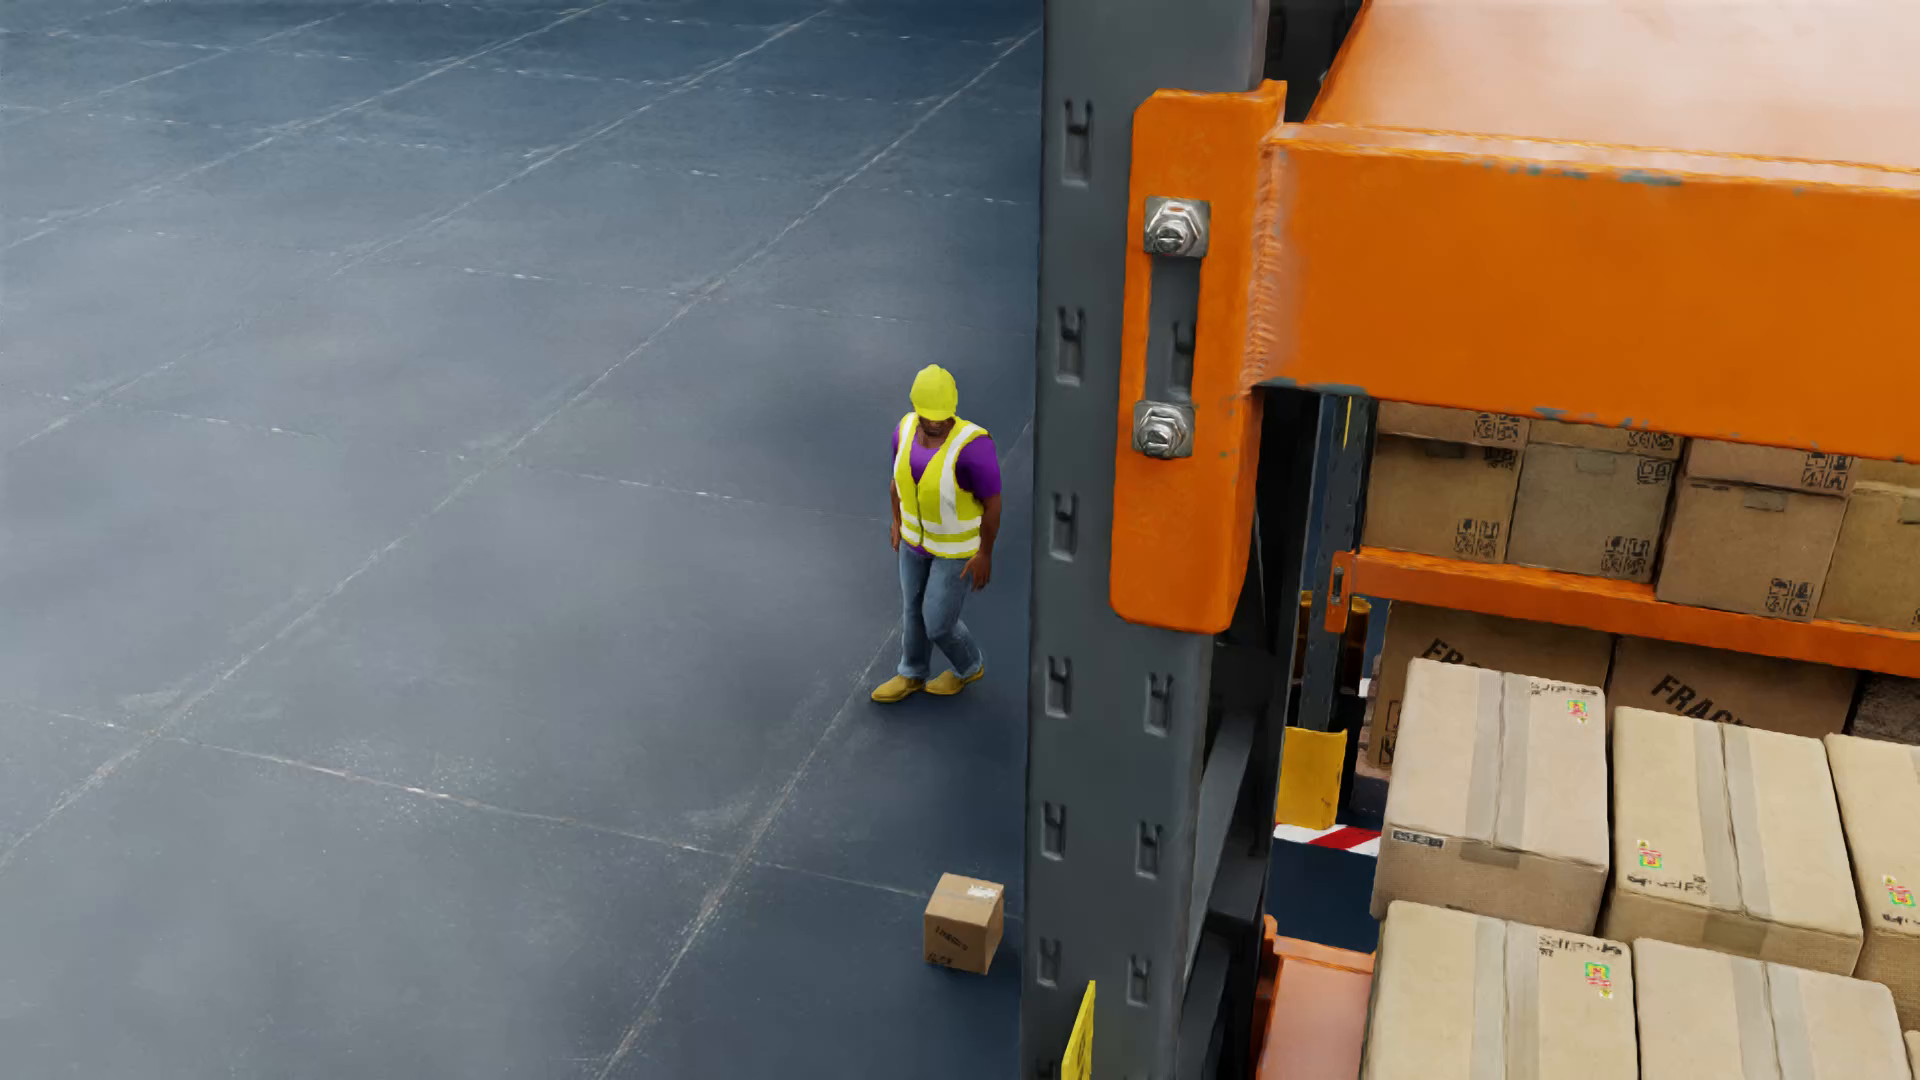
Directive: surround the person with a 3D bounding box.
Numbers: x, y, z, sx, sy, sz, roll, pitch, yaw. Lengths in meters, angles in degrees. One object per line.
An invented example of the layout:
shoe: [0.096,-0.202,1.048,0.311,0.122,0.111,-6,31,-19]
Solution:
person: [-0.112,-0.001,7.608,0.646,1.762,0.480,23,36,35]
